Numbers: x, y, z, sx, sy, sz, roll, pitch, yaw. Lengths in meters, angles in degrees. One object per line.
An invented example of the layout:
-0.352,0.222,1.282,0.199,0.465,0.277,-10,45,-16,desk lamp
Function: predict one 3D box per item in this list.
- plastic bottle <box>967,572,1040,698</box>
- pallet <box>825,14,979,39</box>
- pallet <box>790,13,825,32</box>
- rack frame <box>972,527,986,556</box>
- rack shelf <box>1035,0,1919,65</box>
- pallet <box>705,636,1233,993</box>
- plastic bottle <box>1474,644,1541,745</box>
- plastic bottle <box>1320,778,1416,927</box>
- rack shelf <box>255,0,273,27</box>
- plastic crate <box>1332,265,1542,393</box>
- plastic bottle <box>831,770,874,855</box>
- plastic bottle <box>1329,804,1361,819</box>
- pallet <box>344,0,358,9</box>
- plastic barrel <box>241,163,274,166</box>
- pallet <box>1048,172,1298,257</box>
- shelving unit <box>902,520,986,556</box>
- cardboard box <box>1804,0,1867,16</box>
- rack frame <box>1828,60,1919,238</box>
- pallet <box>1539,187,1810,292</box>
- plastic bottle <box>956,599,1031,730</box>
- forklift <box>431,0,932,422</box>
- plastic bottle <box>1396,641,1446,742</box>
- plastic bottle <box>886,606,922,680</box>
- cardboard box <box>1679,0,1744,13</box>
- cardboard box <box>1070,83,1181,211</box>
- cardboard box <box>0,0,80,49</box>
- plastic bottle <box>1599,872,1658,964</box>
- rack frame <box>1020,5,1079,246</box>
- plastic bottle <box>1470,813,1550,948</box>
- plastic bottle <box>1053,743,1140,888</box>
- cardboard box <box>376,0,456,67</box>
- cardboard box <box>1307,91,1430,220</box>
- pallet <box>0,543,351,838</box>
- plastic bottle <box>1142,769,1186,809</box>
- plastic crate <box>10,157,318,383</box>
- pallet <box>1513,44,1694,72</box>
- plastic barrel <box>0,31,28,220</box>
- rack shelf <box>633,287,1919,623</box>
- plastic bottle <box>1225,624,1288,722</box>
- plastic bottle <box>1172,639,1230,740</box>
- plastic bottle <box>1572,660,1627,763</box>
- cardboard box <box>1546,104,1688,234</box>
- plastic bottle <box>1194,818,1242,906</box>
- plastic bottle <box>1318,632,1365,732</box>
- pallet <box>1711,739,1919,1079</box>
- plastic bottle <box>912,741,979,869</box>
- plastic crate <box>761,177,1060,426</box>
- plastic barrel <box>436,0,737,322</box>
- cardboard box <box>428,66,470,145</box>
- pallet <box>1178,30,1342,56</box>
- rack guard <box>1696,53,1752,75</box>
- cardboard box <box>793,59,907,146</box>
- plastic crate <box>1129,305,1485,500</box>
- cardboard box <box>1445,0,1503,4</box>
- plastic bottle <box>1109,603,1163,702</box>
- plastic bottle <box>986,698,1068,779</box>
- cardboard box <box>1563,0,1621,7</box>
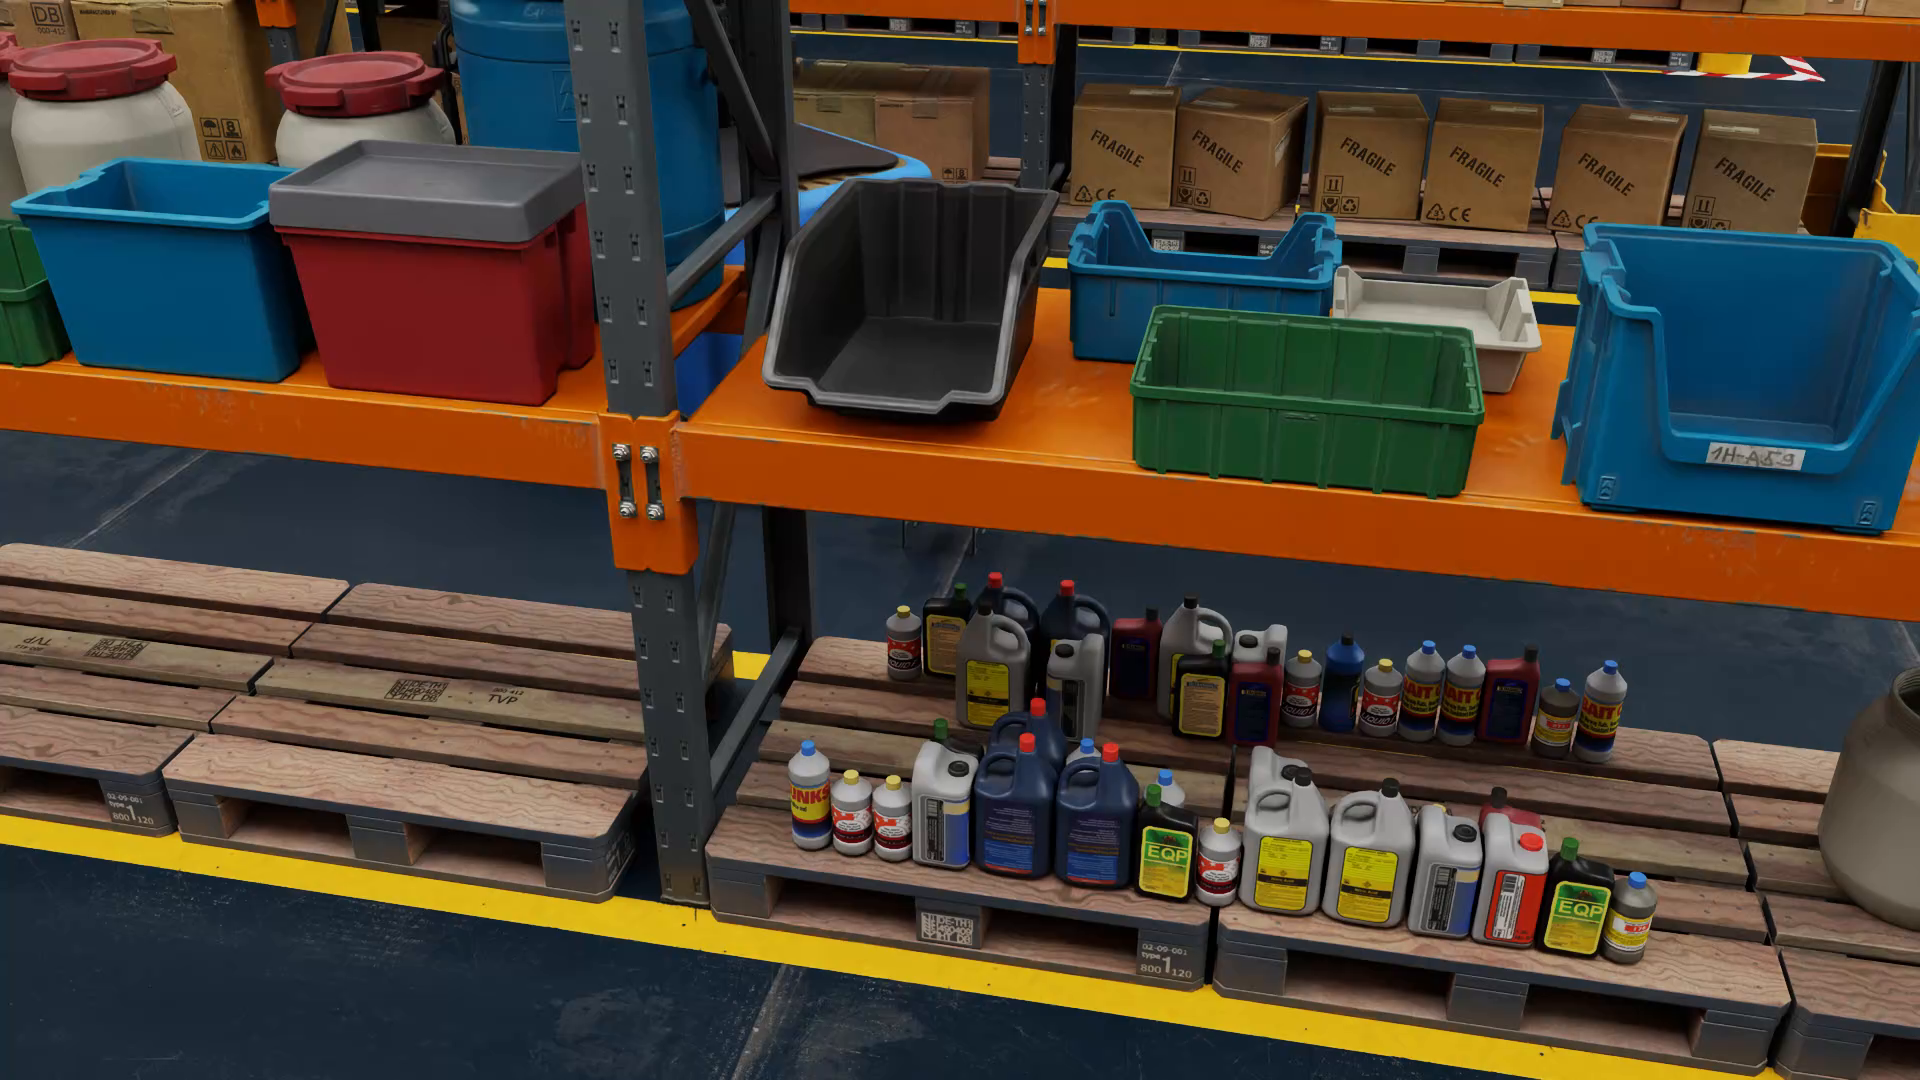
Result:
0.116,0.250,4.471,0.185,0.351,0.144,5,29,9,plastic bottle
-0.372,-4.234,13.264,1.213,0.211,1.003,6,29,11,pallet
-1.561,-4.357,13.489,1.213,0.211,1.003,6,29,11,pallet
0.067,-0.454,5.485,0.008,1.050,0.200,6,29,11,rack frame
2.417,-2.459,7.866,4.000,0.370,1.077,6,29,11,rack shelf
0.075,0.661,4.322,1.213,0.211,1.003,6,29,11,pallet
1.413,0.392,4.282,0.133,0.283,0.061,6,29,11,plastic bottle
0.911,0.676,3.691,0.185,0.351,0.144,7,29,13,plastic bottle
-5.407,-3.261,9.332,4.000,0.370,1.077,6,29,11,rack shelf
1.067,-0.489,3.794,0.437,0.136,0.530,6,29,11,plastic crate
-0.254,0.634,3.925,0.097,0.201,0.097,0,29,0,plastic bottle
0.894,0.681,3.839,0.097,0.201,0.097,0,29,0,plastic bottle
-5.467,-4.796,14.290,1.213,0.211,1.003,6,29,11,pallet
-1.836,-0.793,4.218,0.301,0.262,0.301,0,29,0,plastic barrel
1.125,-1.701,8.637,1.213,0.211,1.003,6,29,11,pallet
-0.052,-0.466,5.508,0.252,1.050,0.215,6,29,11,shelving unit
3.806,-2.420,7.309,0.250,0.149,0.380,6,29,11,cardboard box
4.373,-2.574,7.327,0.127,3.000,1.000,6,29,11,rack frame
3.511,-1.456,8.190,1.213,0.211,1.003,6,29,11,pallet
0.086,0.317,4.347,0.185,0.351,0.144,6,29,11,plastic bottle
-1.455,-2.071,6.481,1.130,2.935,3.031,-24,37,-37,forklift
1.197,0.384,4.309,0.097,0.271,0.097,0,29,0,plastic bottle
-0.154,0.276,4.578,0.097,0.201,0.097,0,29,0,plastic bottle
3.310,-2.454,7.370,0.250,0.149,0.380,6,29,11,cardboard box
0.844,-2.004,8.452,0.500,0.500,0.500,5,29,9,cardboard box
-4.992,-2.800,9.516,0.875,0.875,1.225,6,29,11,cardboard box
1.451,0.809,3.605,0.097,0.201,0.097,0,29,0,plastic bottle
0.461,-2.975,8.060,0.127,3.000,1.000,6,29,11,rack frame
1.210,0.738,3.657,0.135,0.276,0.152,6,29,11,plastic bottle
0.314,0.615,3.803,0.185,0.351,0.144,5,29,8,plastic bottle
-2.790,-2.748,9.010,0.500,0.250,0.500,7,29,13,cardboard box
2.029,-1.924,8.307,0.500,0.500,0.500,3,29,6,cardboard box
-2.546,0.393,4.813,1.213,0.211,1.003,6,29,11,pallet
0.465,0.647,3.828,0.097,0.271,0.097,0,29,0,plastic bottle
-1.717,-0.606,3.750,0.575,0.384,0.392,6,29,11,plastic crate
4.709,-3.713,12.312,1.213,0.211,1.003,6,29,11,pallet
-2.604,-1.024,4.356,0.433,0.535,0.433,0,29,0,plastic barrel
1.382,-0.133,3.618,4.000,0.370,1.077,6,29,11,rack shelf
0.778,0.352,4.361,0.135,0.276,0.152,6,29,11,plastic bottle
0.624,0.381,4.300,0.133,0.283,0.061,6,29,11,plastic bottle
1.630,0.428,4.227,0.097,0.271,0.097,0,29,0,plastic bottle
3.174,-1.776,8.036,0.500,0.500,0.500,14,32,24,cardboard box
0.586,0.720,3.767,0.097,0.201,0.097,0,29,0,plastic bottle
0.999,0.363,4.346,0.097,0.271,0.097,0,29,0,plastic bottle
2.461,0.906,3.875,1.213,0.211,1.003,6,29,11,pallet
-0.032,0.610,3.889,0.135,0.276,0.152,7,29,12,plastic bottle
-0.088,-0.509,3.621,0.504,0.338,0.767,6,29,11,plastic crate
-0.888,-1.050,4.021,0.708,0.901,0.600,6,29,11,plastic barrel
-2.792,-2.415,9.182,0.500,0.500,0.700,4,29,8,cardboard box
2.323,-3.958,12.759,1.213,0.211,1.003,6,29,11,pallet
5.531,-3.794,12.159,0.348,0.500,1.175,6,29,11,rack guard
-0.598,-2.200,8.789,0.500,0.500,0.700,6,29,10,cardboard box
0.695,-0.287,3.371,0.662,0.188,0.450,6,29,11,plastic crate
2.332,-2.554,7.553,0.250,0.149,0.380,6,29,11,cardboard box
0.472,0.295,4.458,0.133,0.283,0.061,8,30,14,plastic bottle
0.159,0.528,3.962,0.185,0.351,0.144,6,29,11,plastic bottle
2.825,-2.513,7.478,0.250,0.149,0.380,6,29,11,cardboard box
